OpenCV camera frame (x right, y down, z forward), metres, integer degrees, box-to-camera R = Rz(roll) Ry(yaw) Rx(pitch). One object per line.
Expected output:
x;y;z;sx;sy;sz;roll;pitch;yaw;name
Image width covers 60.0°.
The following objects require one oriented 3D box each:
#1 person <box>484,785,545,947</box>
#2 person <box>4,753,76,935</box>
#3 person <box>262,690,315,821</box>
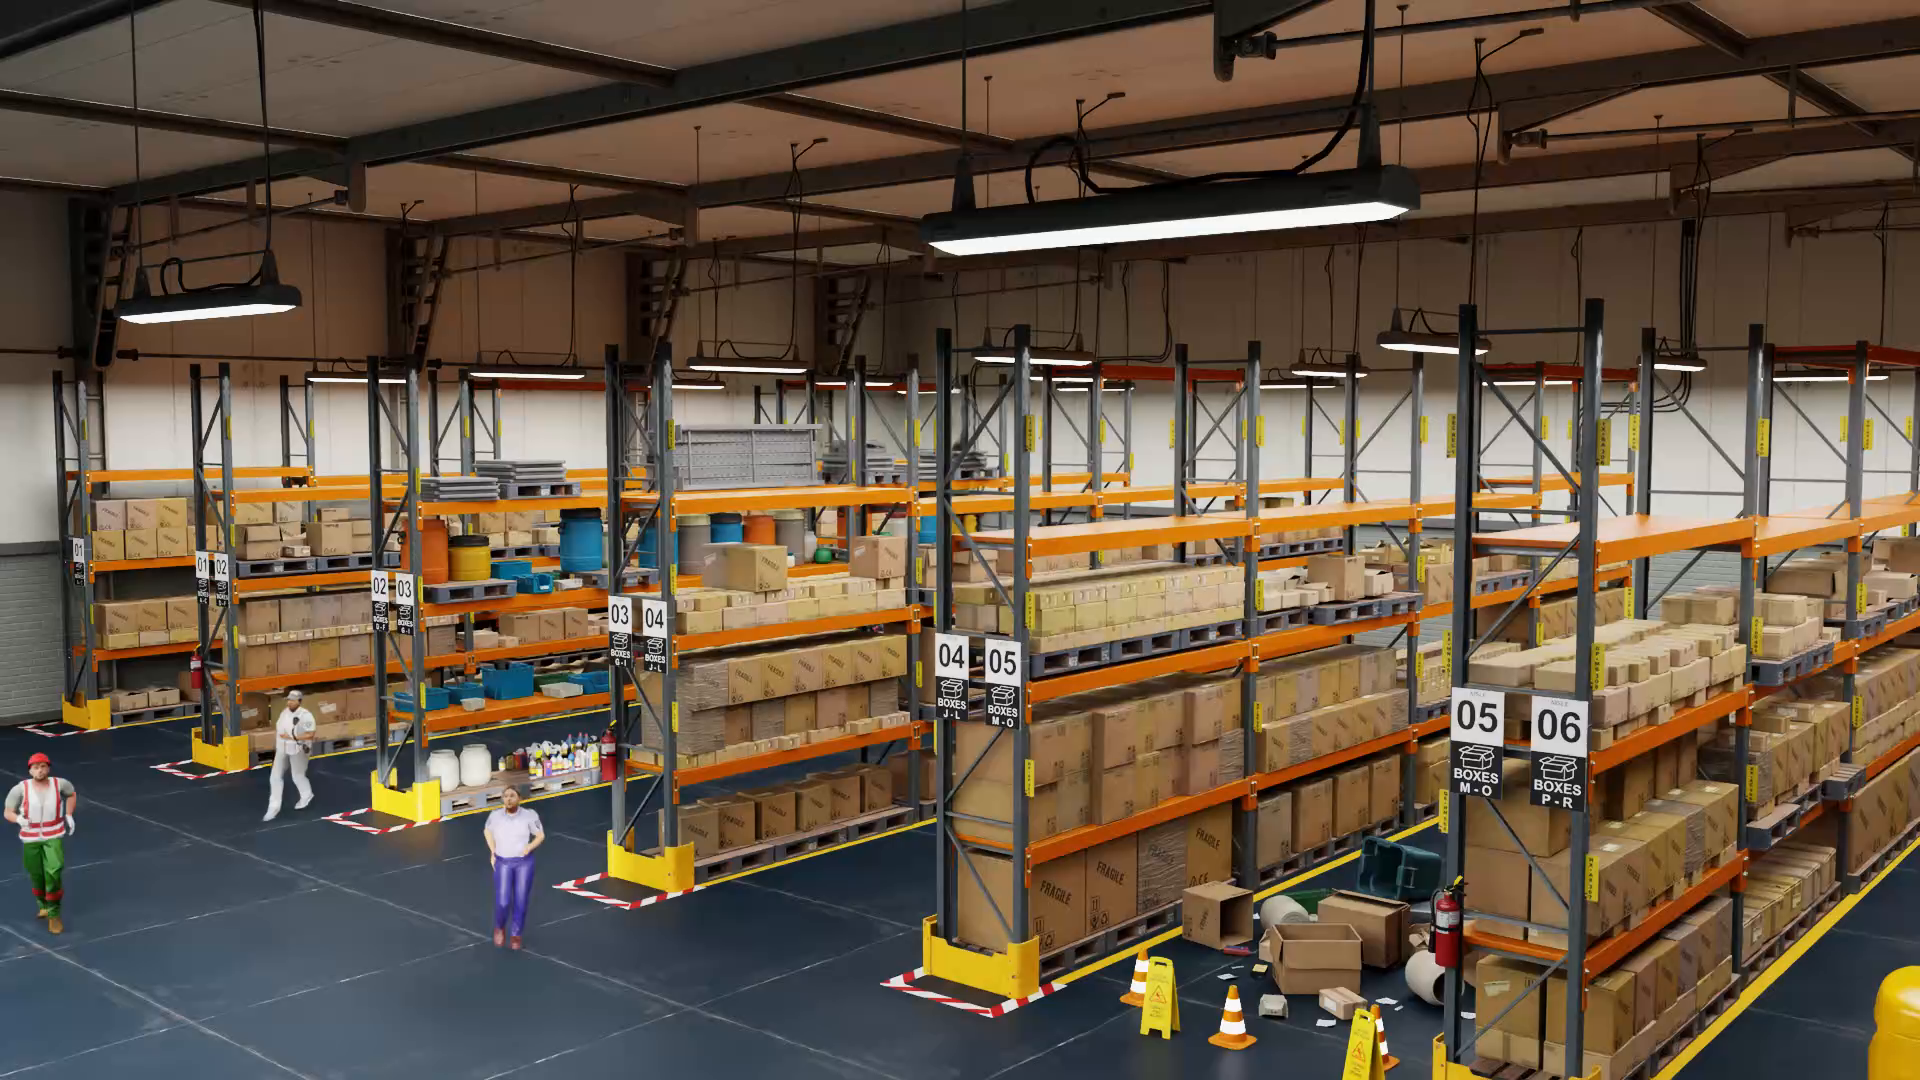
-4.339;3.186;16.183;0.586;1.612;0.592;-1;4;-12;person
-9.319;3.067;16.862;0.632;1.842;0.775;-2;5;-25;person
-8.657;2.793;21.742;0.617;1.702;0.798;1;4;14;person
